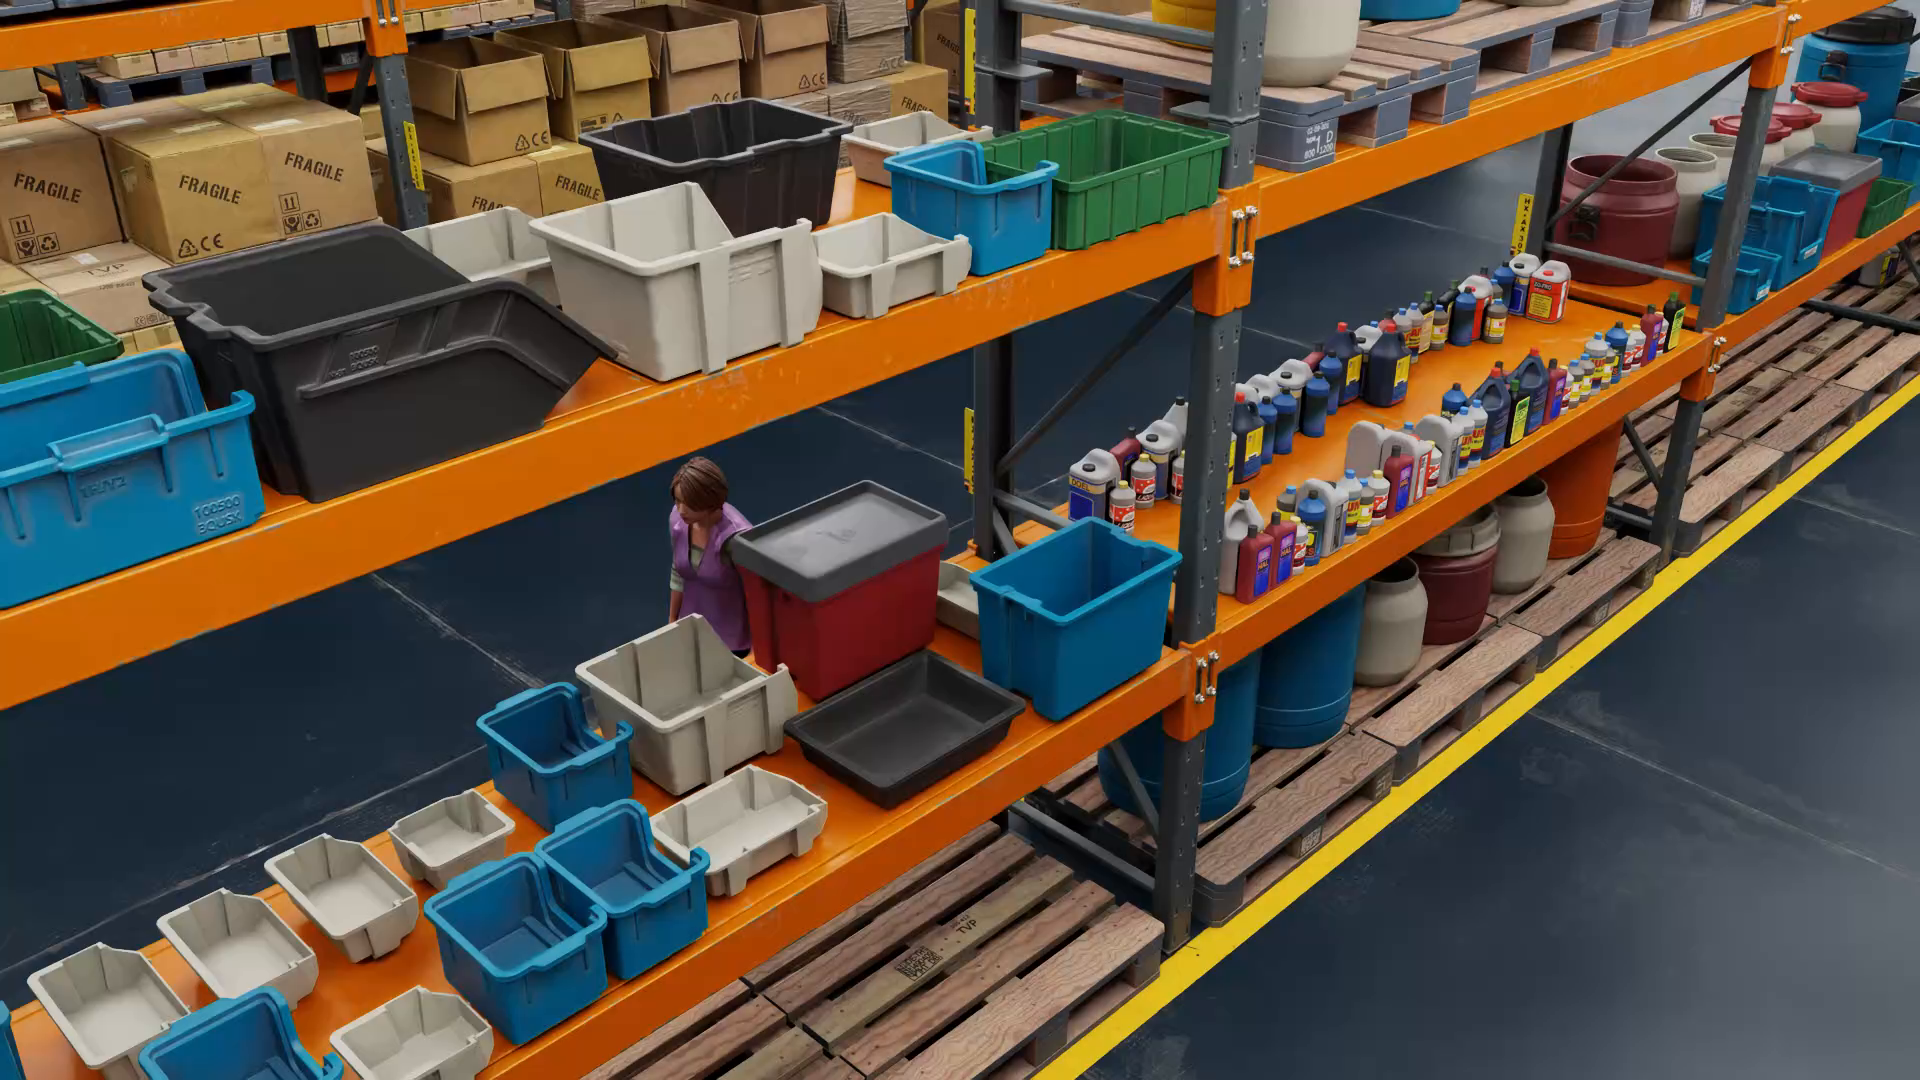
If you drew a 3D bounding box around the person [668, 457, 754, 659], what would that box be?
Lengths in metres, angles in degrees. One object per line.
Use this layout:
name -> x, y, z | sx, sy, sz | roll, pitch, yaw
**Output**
person -> -0.939, 0.383, 6.419 | 0.481, 1.591, 0.346 | 17, 33, 29
